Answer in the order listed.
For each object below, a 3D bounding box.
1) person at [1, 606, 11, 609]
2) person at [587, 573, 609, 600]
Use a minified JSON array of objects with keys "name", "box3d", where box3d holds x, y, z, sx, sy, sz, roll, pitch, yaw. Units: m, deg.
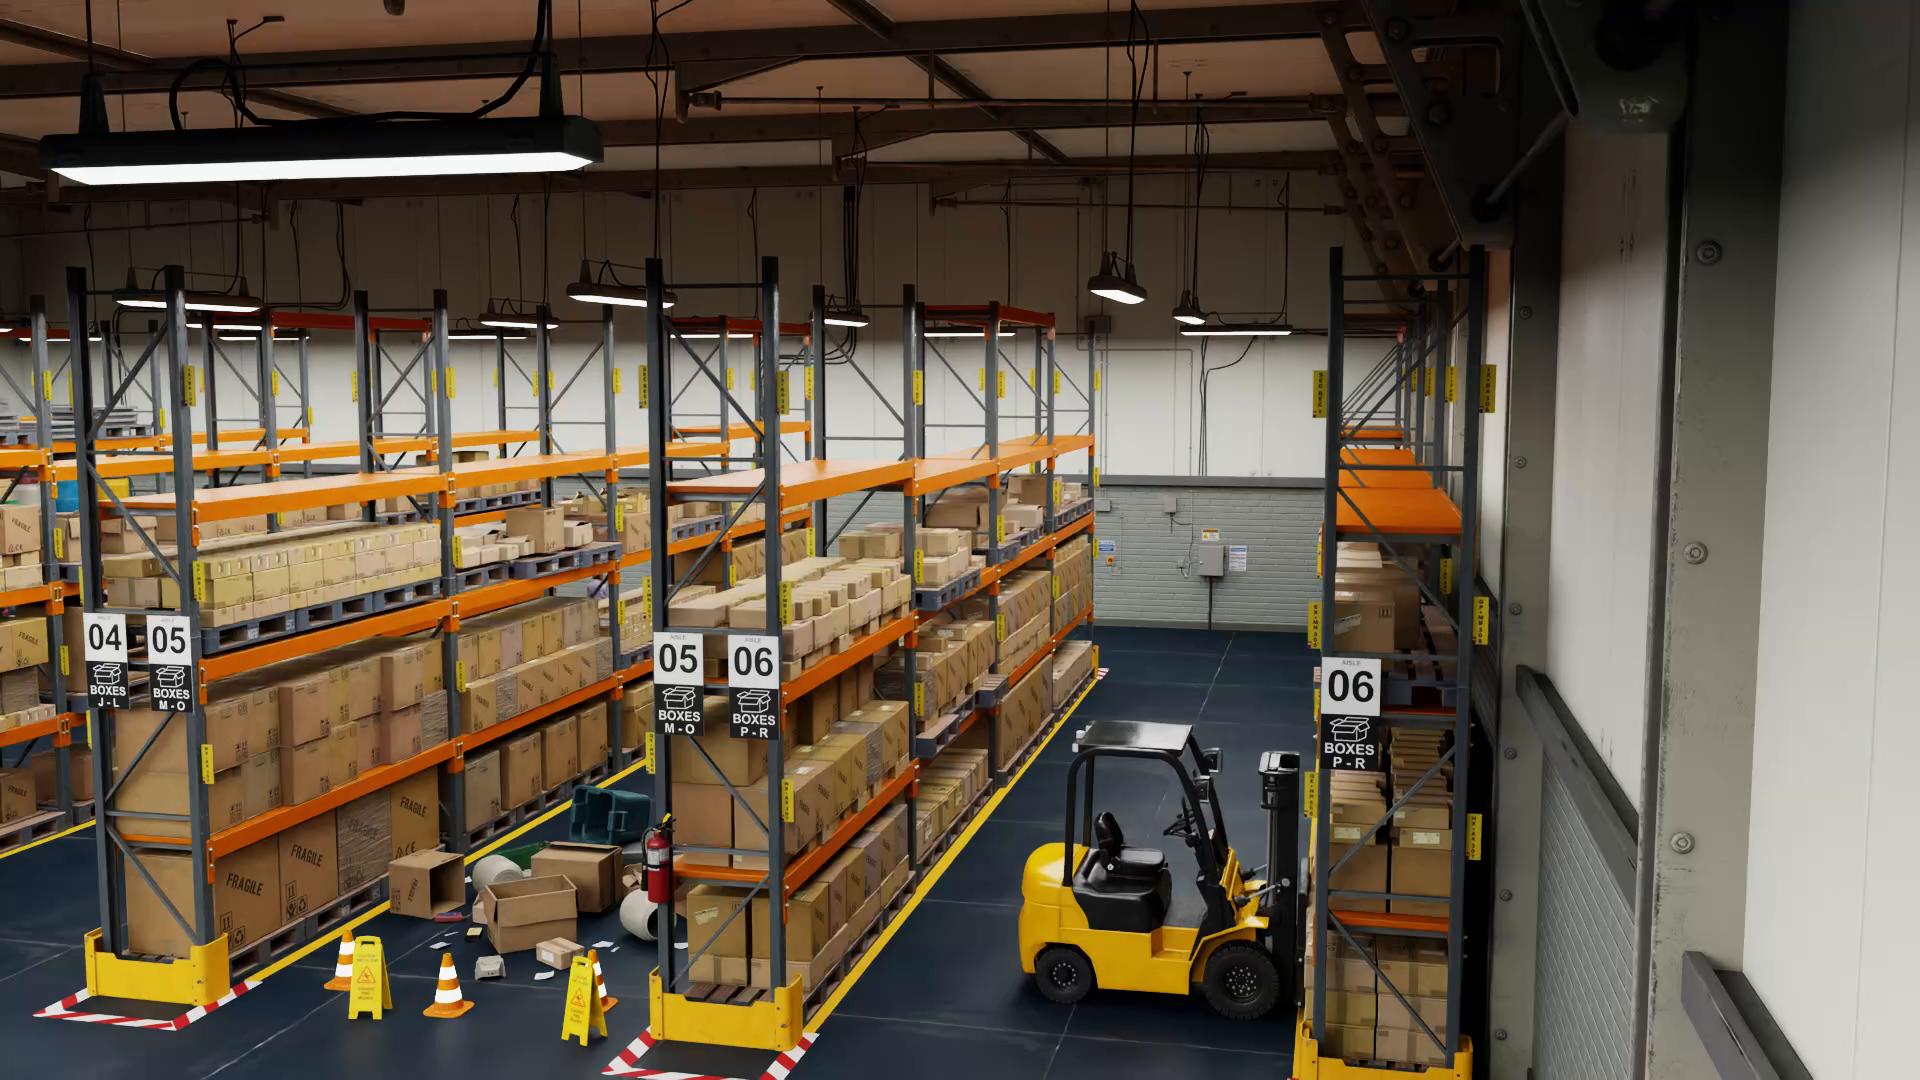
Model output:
[{"name":"person","box3d":[-20.696,0.693,35.602,0.567,1.716,1.170,1,6,10]},{"name":"person","box3d":[-6.505,1.334,29.765,0.502,1.652,0.482,5,7,38]}]
